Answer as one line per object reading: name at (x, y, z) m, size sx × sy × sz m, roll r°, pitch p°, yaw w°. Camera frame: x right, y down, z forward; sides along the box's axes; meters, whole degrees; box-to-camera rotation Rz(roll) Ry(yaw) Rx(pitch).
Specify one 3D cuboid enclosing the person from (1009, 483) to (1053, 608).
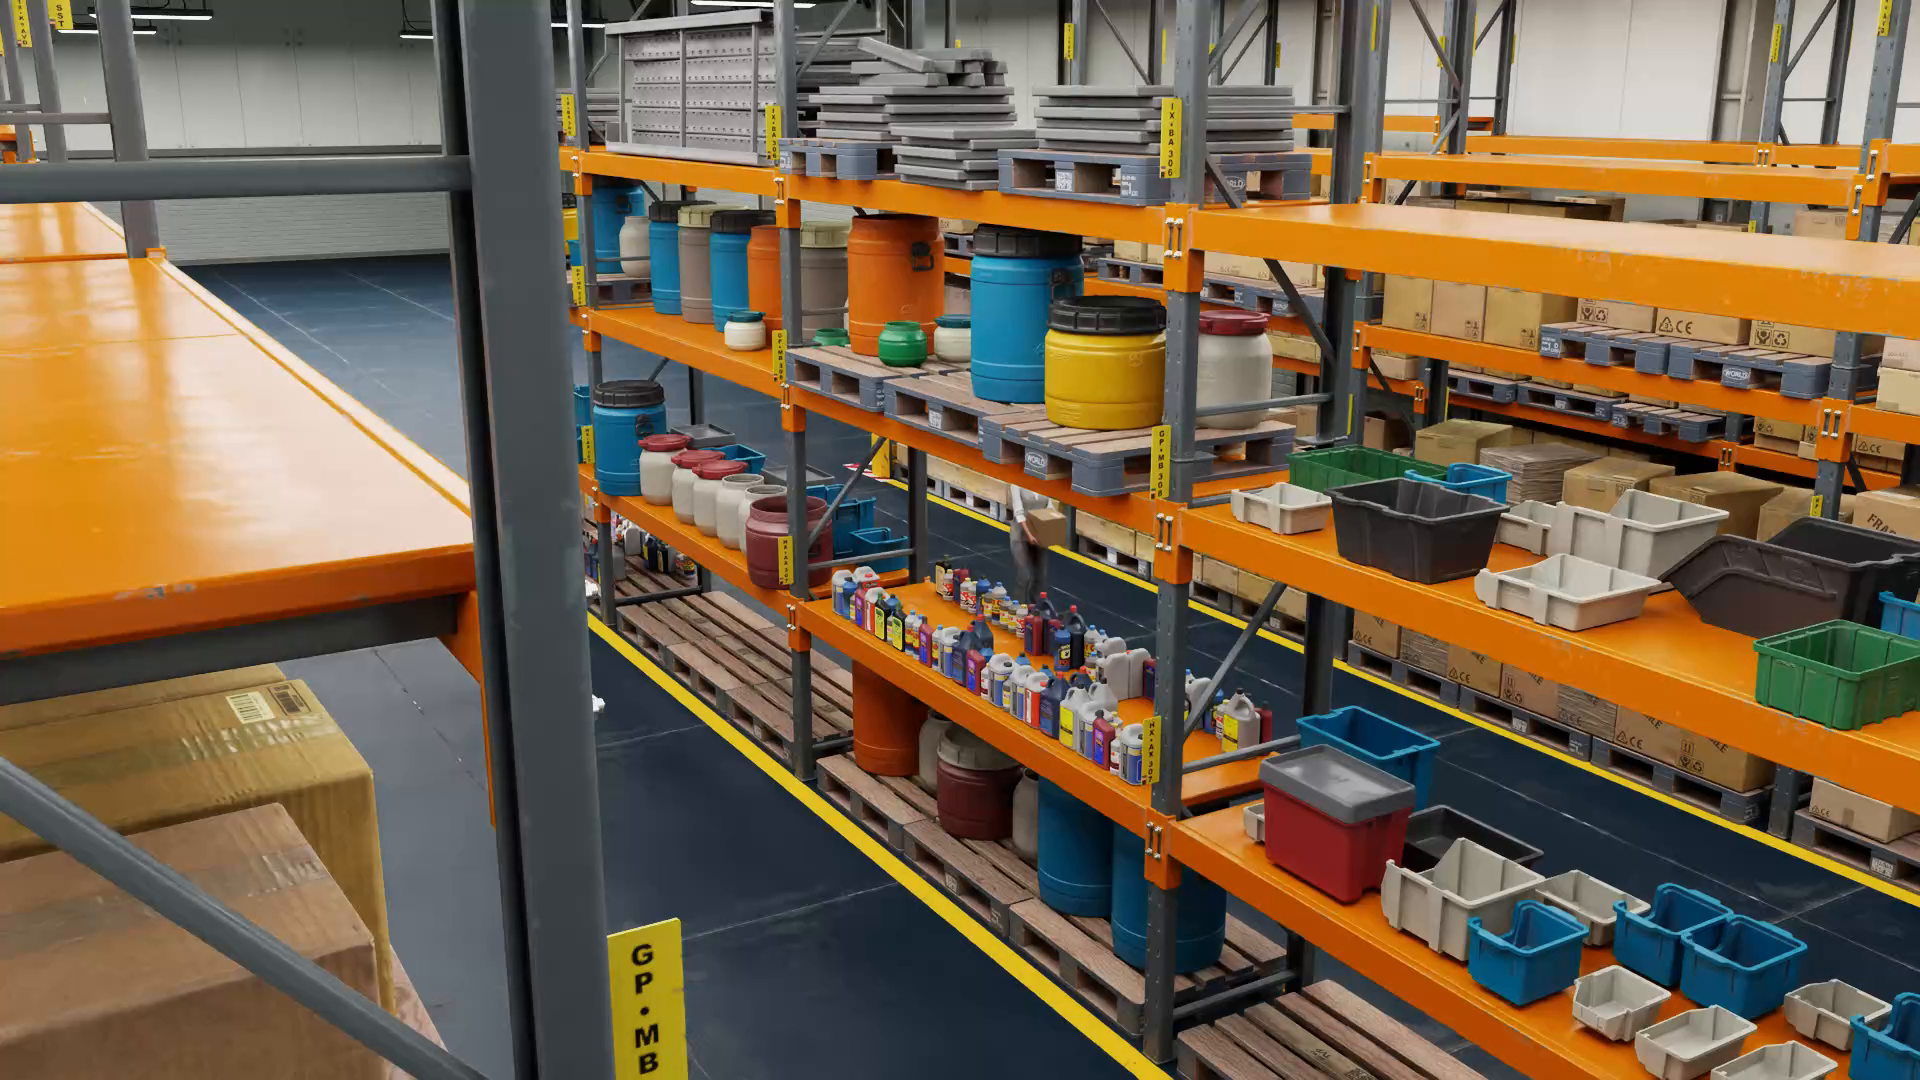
person at (0.651, 0.019, 14.477) m, size 0.404 × 1.593 × 0.494 m, roll -9°, pitch 17°, yaw -29°
